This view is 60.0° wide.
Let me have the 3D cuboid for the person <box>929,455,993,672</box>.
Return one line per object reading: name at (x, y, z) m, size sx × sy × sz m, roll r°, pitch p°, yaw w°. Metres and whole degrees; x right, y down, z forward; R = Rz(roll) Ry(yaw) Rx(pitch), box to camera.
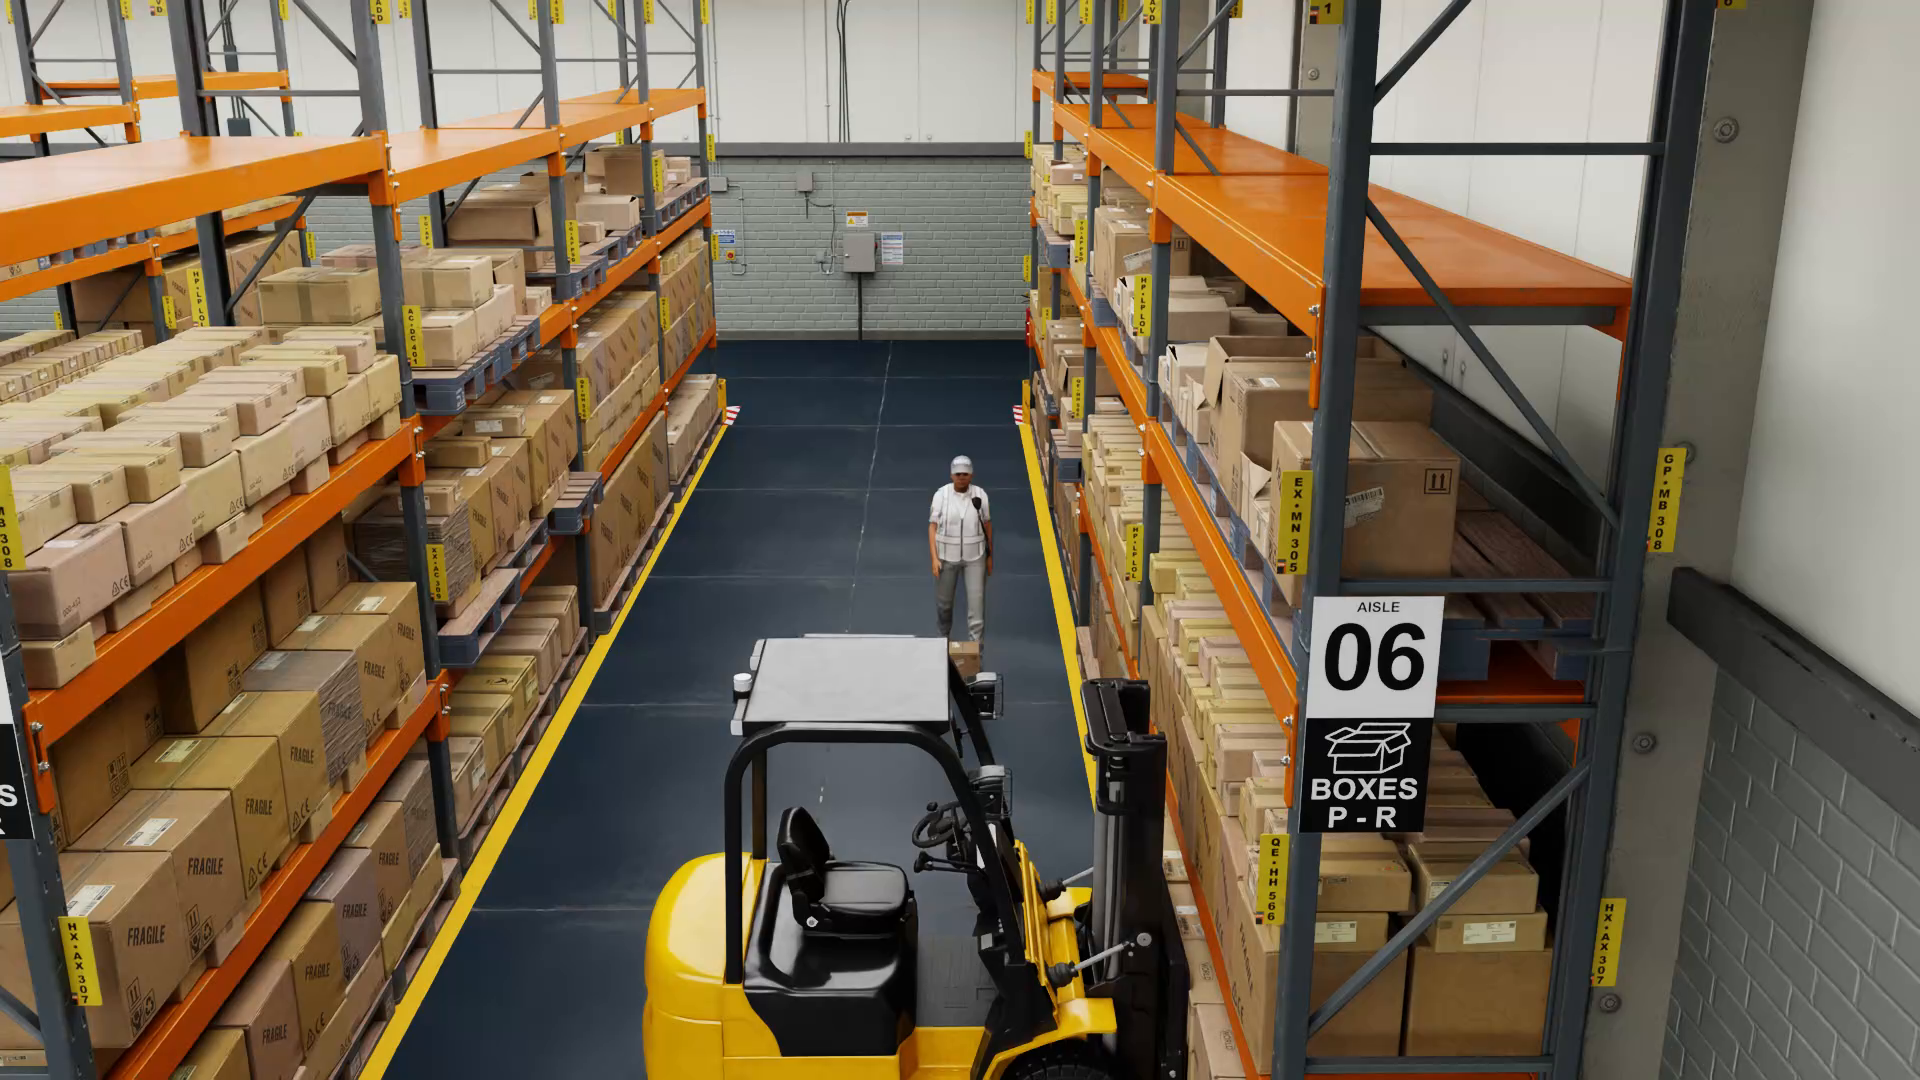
person at (0.010, 0.149, 13.077) m, size 0.507 × 1.636 × 0.773 m, roll -1°, pitch 17°, yaw -2°
